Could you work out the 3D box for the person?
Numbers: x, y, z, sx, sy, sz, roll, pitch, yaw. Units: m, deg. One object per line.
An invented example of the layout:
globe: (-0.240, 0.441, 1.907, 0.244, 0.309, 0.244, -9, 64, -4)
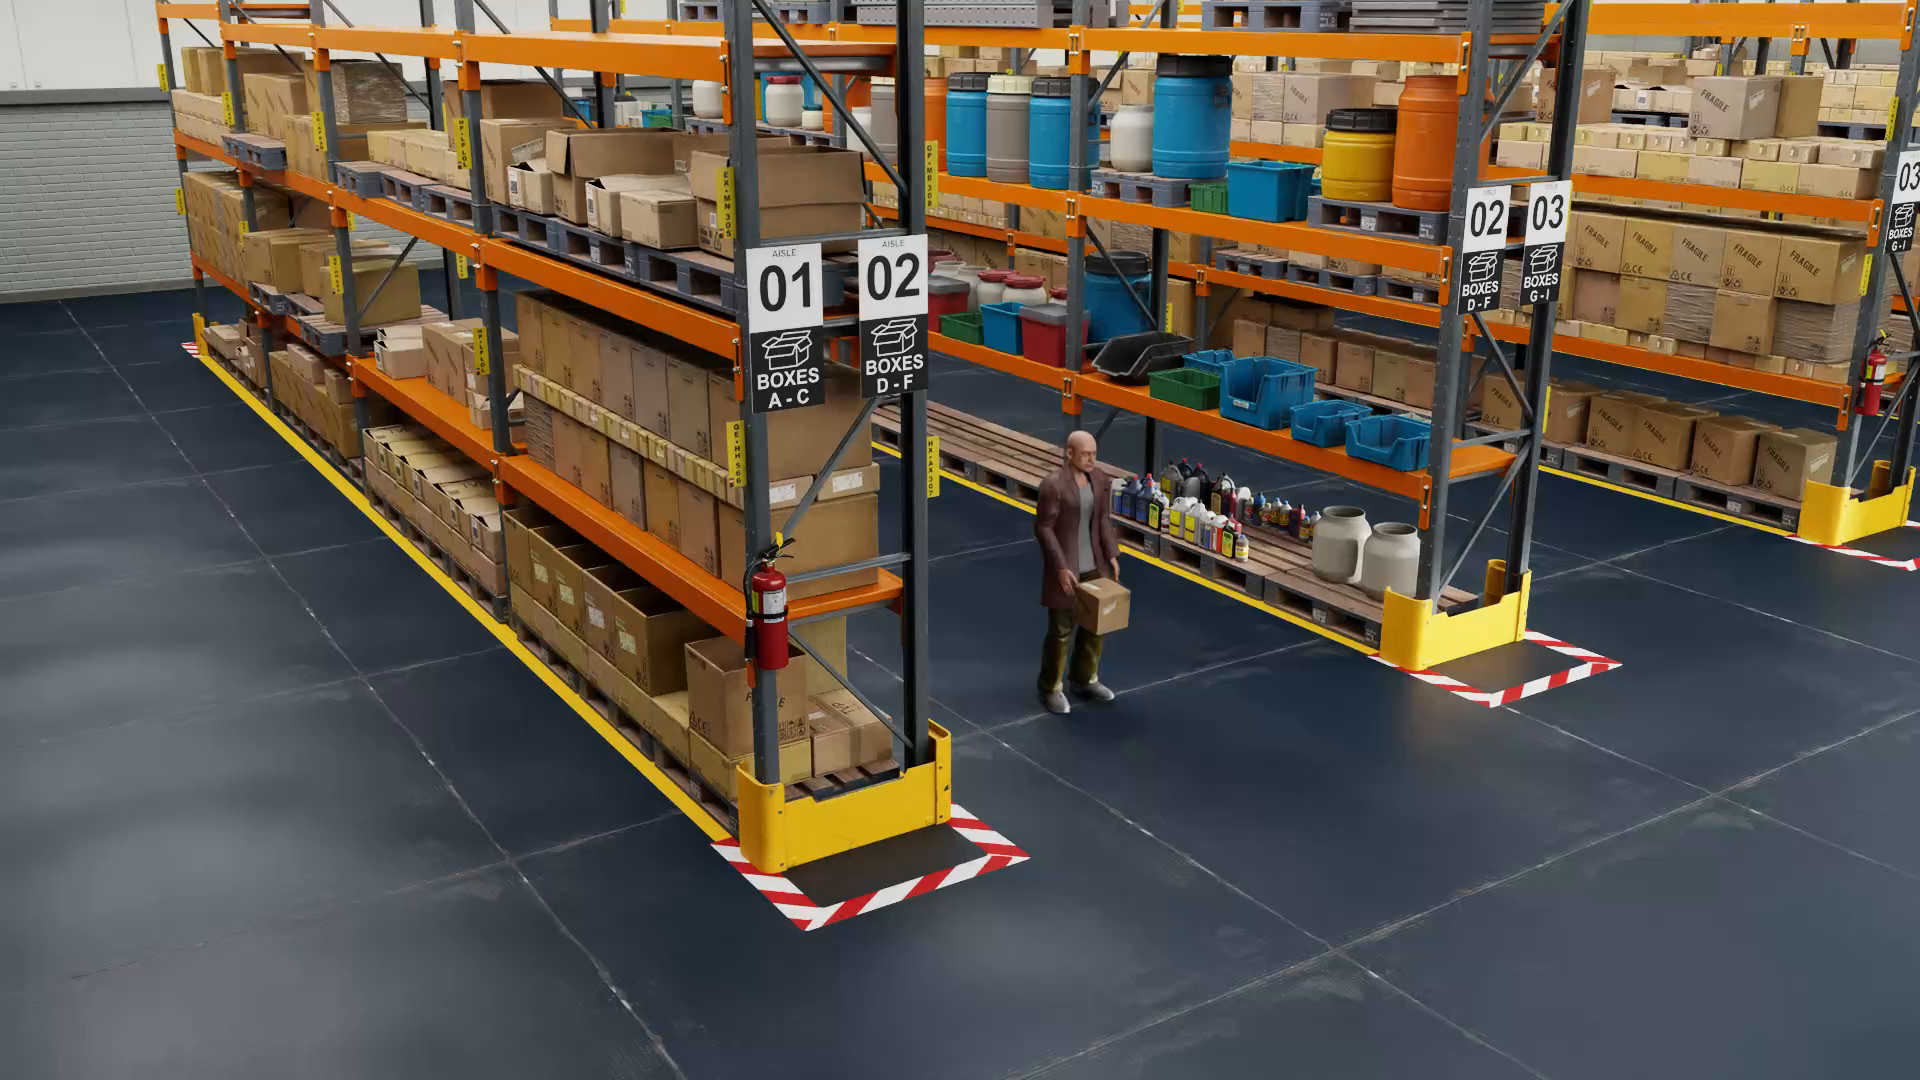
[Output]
person: (0.741, 0.179, 10.512, 0.583, 1.780, 0.424, -12, 21, -33)
